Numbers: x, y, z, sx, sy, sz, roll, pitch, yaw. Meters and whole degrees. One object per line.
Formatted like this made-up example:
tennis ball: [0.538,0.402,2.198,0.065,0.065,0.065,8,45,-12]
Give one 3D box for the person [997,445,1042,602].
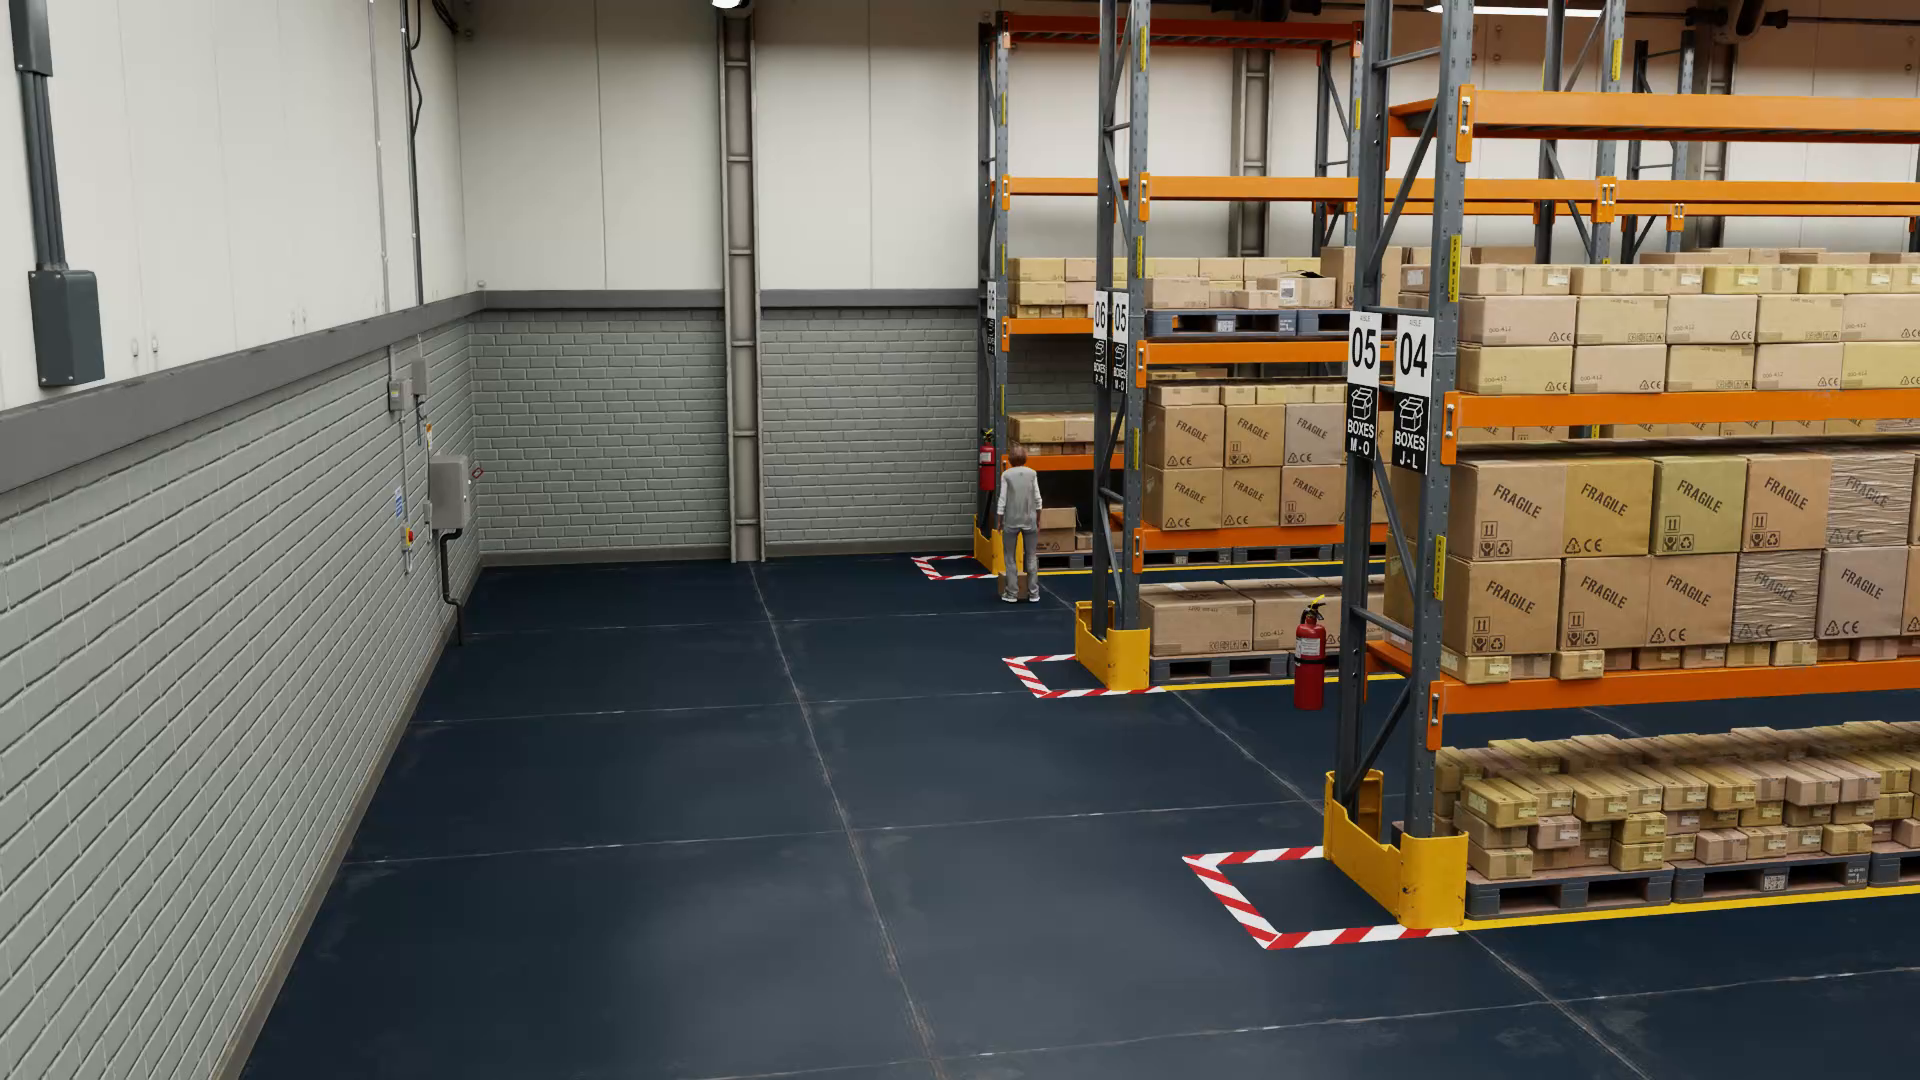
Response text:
person: [0.601,-0.158,16.837,0.463,1.593,0.364,-2,10,-11]
